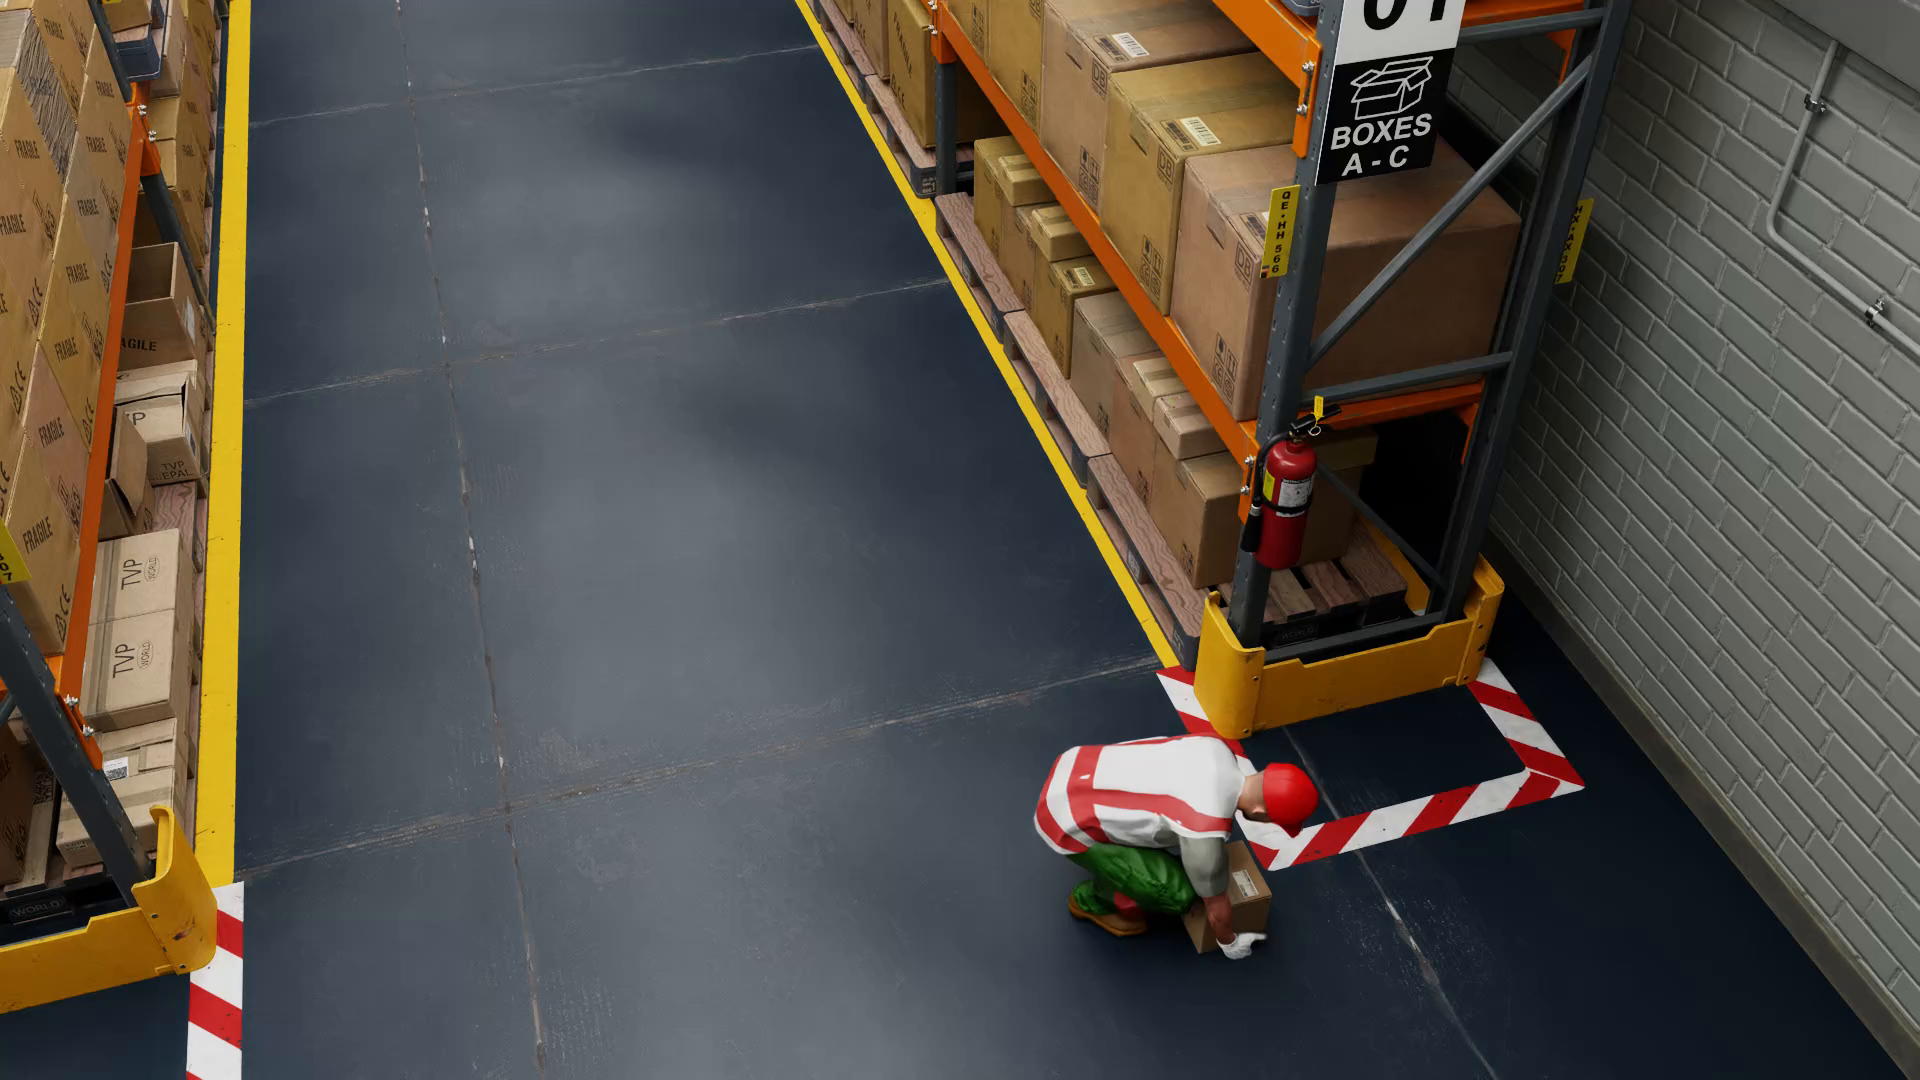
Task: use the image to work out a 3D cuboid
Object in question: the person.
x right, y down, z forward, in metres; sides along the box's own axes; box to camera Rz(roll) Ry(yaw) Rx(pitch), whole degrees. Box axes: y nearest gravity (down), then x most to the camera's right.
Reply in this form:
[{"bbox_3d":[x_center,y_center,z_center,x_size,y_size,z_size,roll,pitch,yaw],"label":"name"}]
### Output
[{"bbox_3d":[0.728,1.045,5.789,0.929,0.862,0.540,13,44,14],"label":"person"}]
